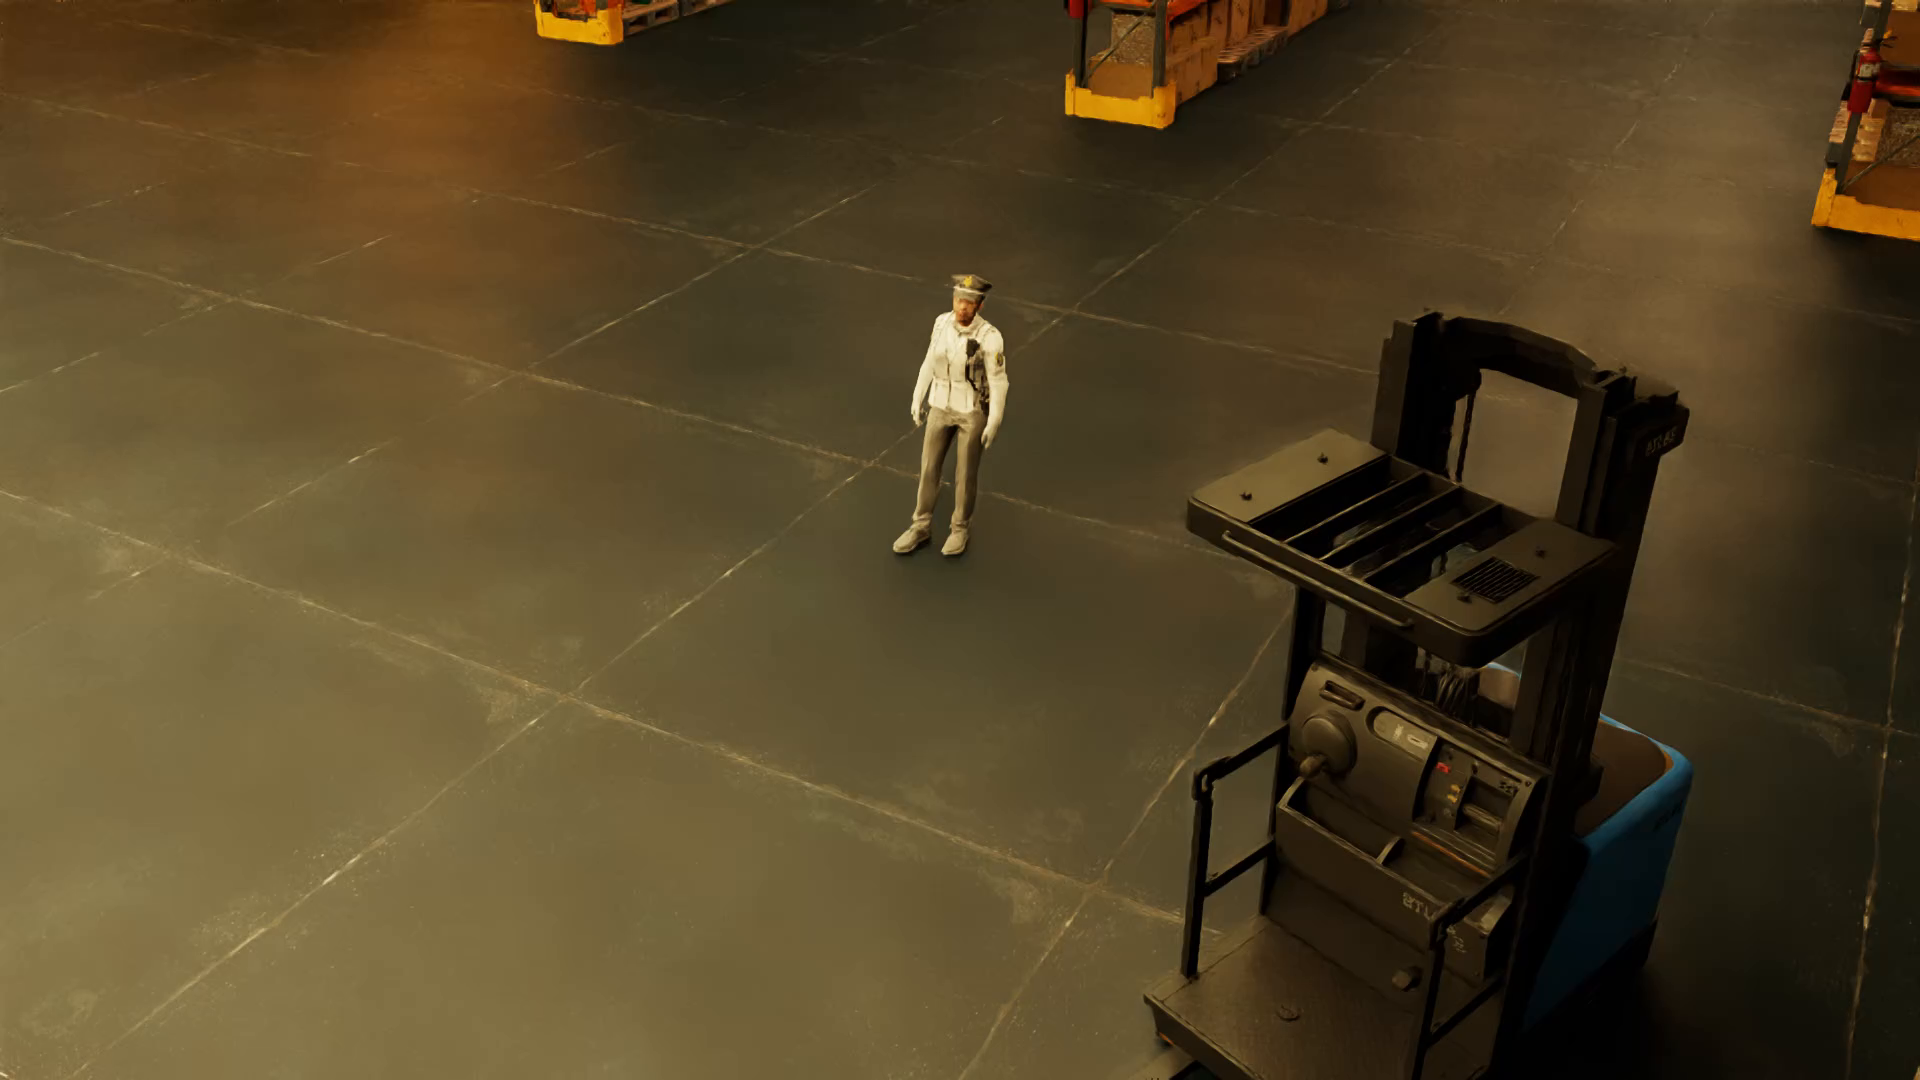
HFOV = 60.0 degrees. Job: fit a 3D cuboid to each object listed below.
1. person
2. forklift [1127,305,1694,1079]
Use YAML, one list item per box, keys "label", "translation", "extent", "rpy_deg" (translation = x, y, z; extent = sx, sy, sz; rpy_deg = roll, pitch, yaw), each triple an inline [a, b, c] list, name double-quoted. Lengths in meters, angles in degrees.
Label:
- label: "person"
  translation: [-0.039, -0.712, 9.527]
  extent: [0.586, 1.695, 0.533]
  rpy_deg: [15, 33, 25]
- label: "forklift"
  translation: [1.403, 0.805, 5.677]
  extent: [3.031, 2.935, 1.130]
  rpy_deg: [-24, 37, -35]
